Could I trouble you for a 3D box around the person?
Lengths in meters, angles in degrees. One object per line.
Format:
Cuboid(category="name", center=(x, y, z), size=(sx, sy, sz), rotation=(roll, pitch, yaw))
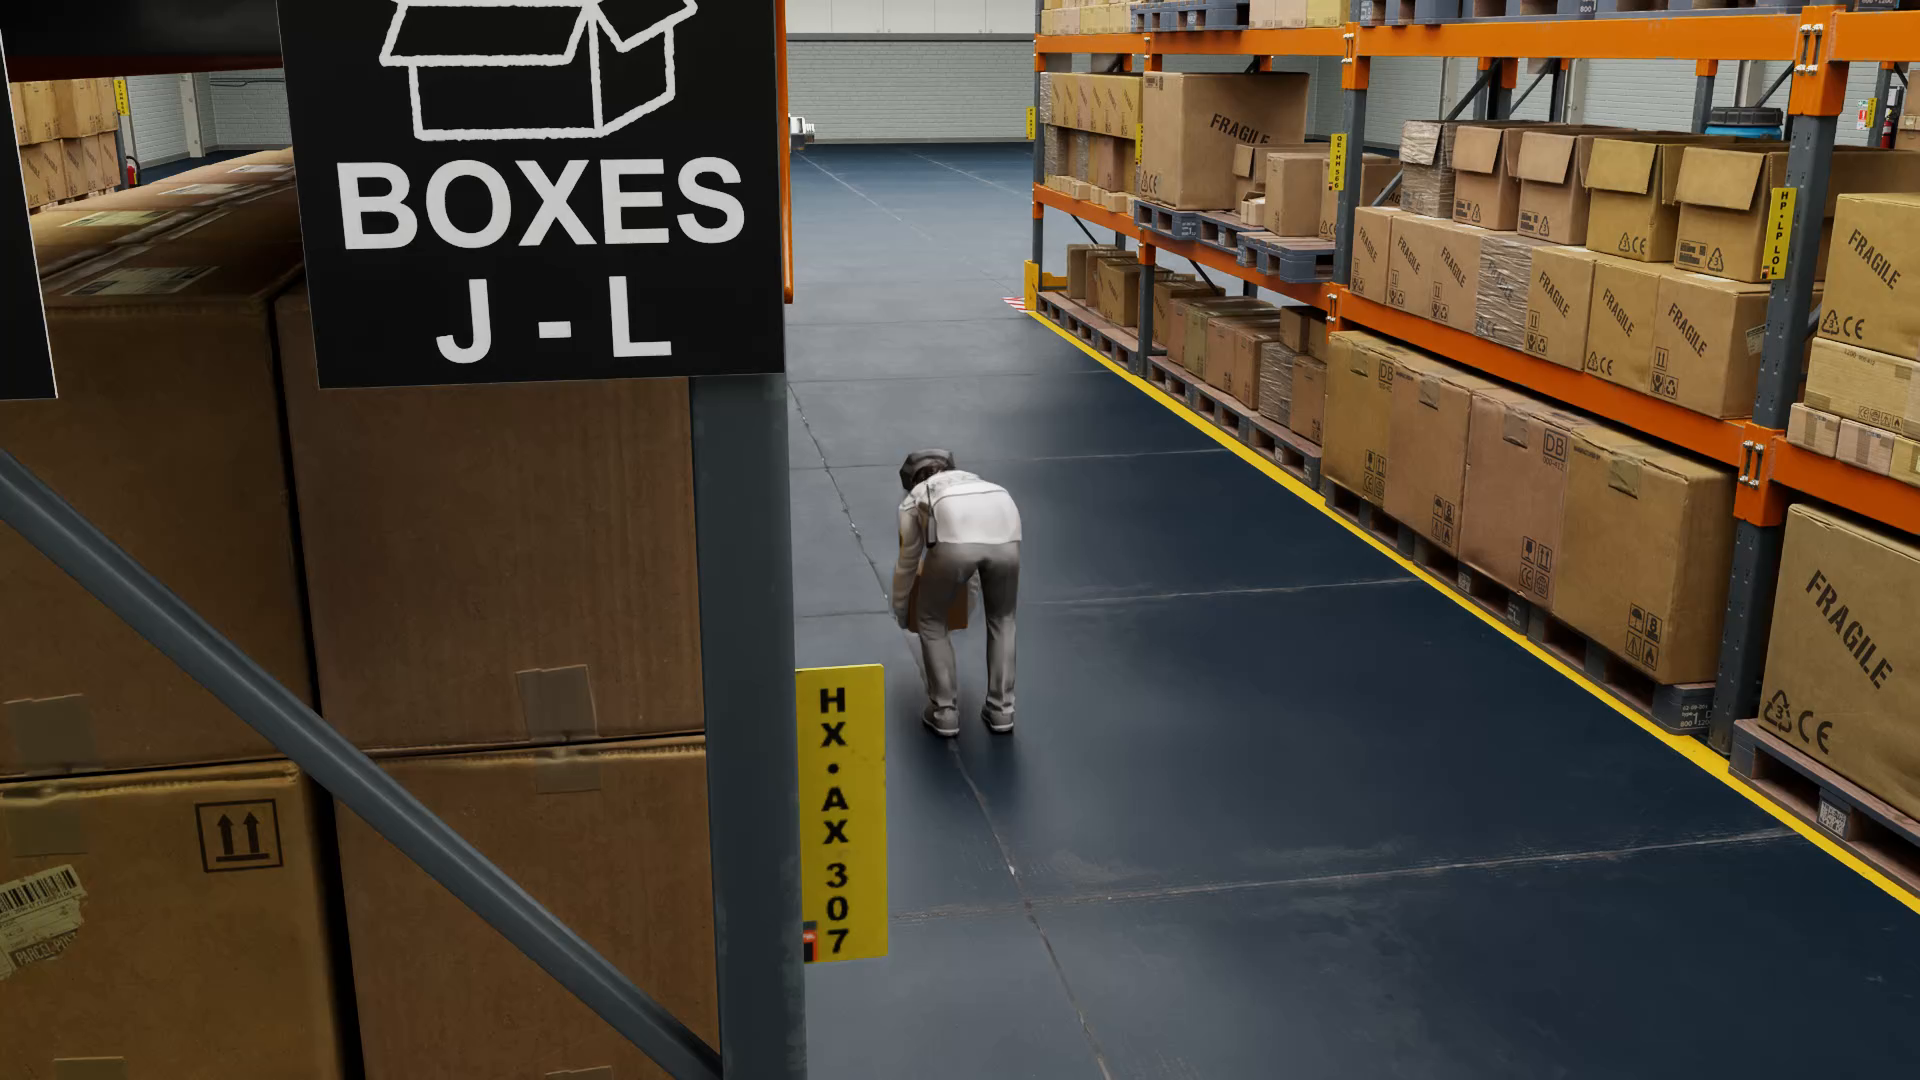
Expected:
Cuboid(category="person", center=(-0.021, 0.204, 6.931), size=(0.443, 1.051, 0.924), rotation=(-4, 17, -13))
